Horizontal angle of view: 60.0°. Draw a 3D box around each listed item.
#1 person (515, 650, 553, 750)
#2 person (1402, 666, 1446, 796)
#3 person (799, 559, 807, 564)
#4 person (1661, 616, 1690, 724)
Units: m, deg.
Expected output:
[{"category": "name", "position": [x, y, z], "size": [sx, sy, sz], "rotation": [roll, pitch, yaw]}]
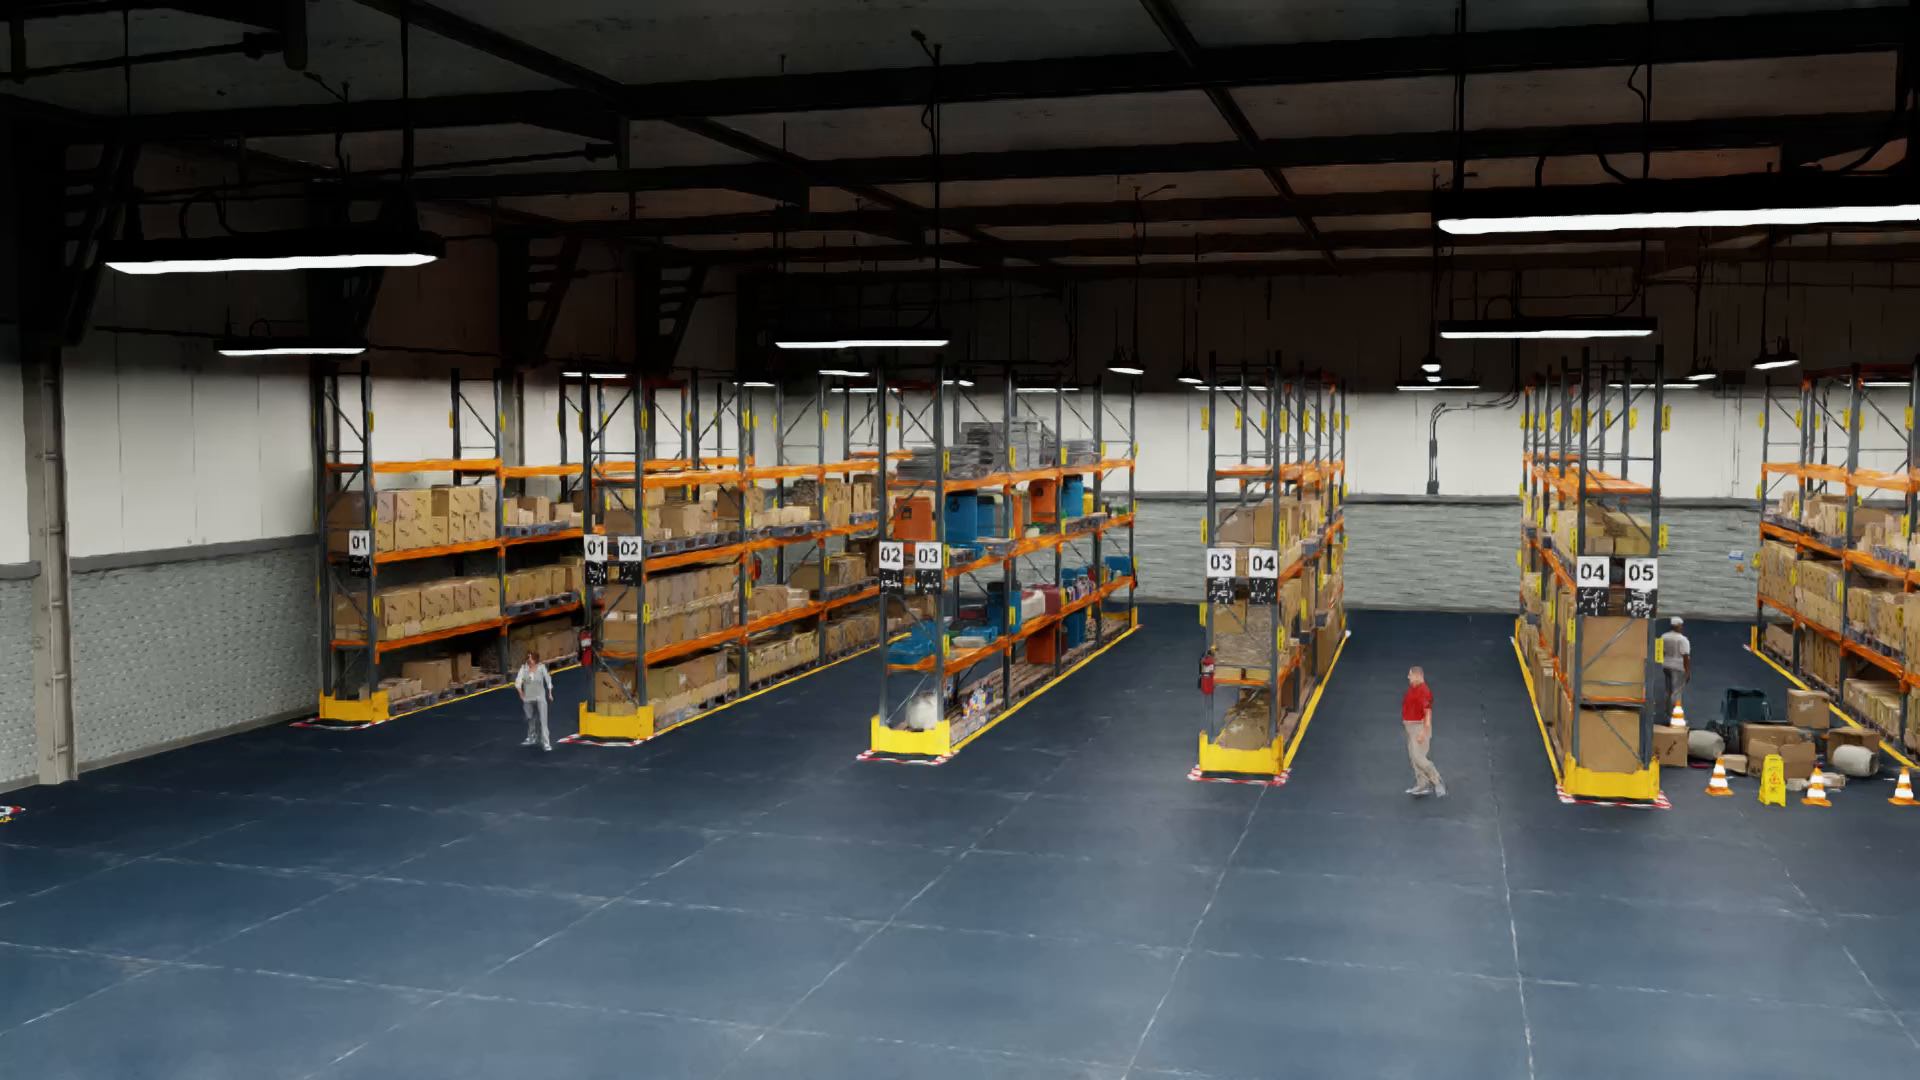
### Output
[{"category": "person", "position": [-6.479, 2.414, 25.399], "size": [0.569, 1.530, 0.770], "rotation": [0, 4, -2]}, {"category": "person", "position": [6.183, 2.550, 22.187], "size": [0.503, 1.713, 0.707], "rotation": [-1, 4, -11]}, {"category": "person", "position": [-3.690, 1.302, 39.508], "size": [0.463, 1.731, 0.598], "rotation": [-1, 4, -11]}, {"category": "person", "position": [11.896, 2.100, 27.574], "size": [0.438, 1.704, 0.632], "rotation": [-1, 4, -15]}]
